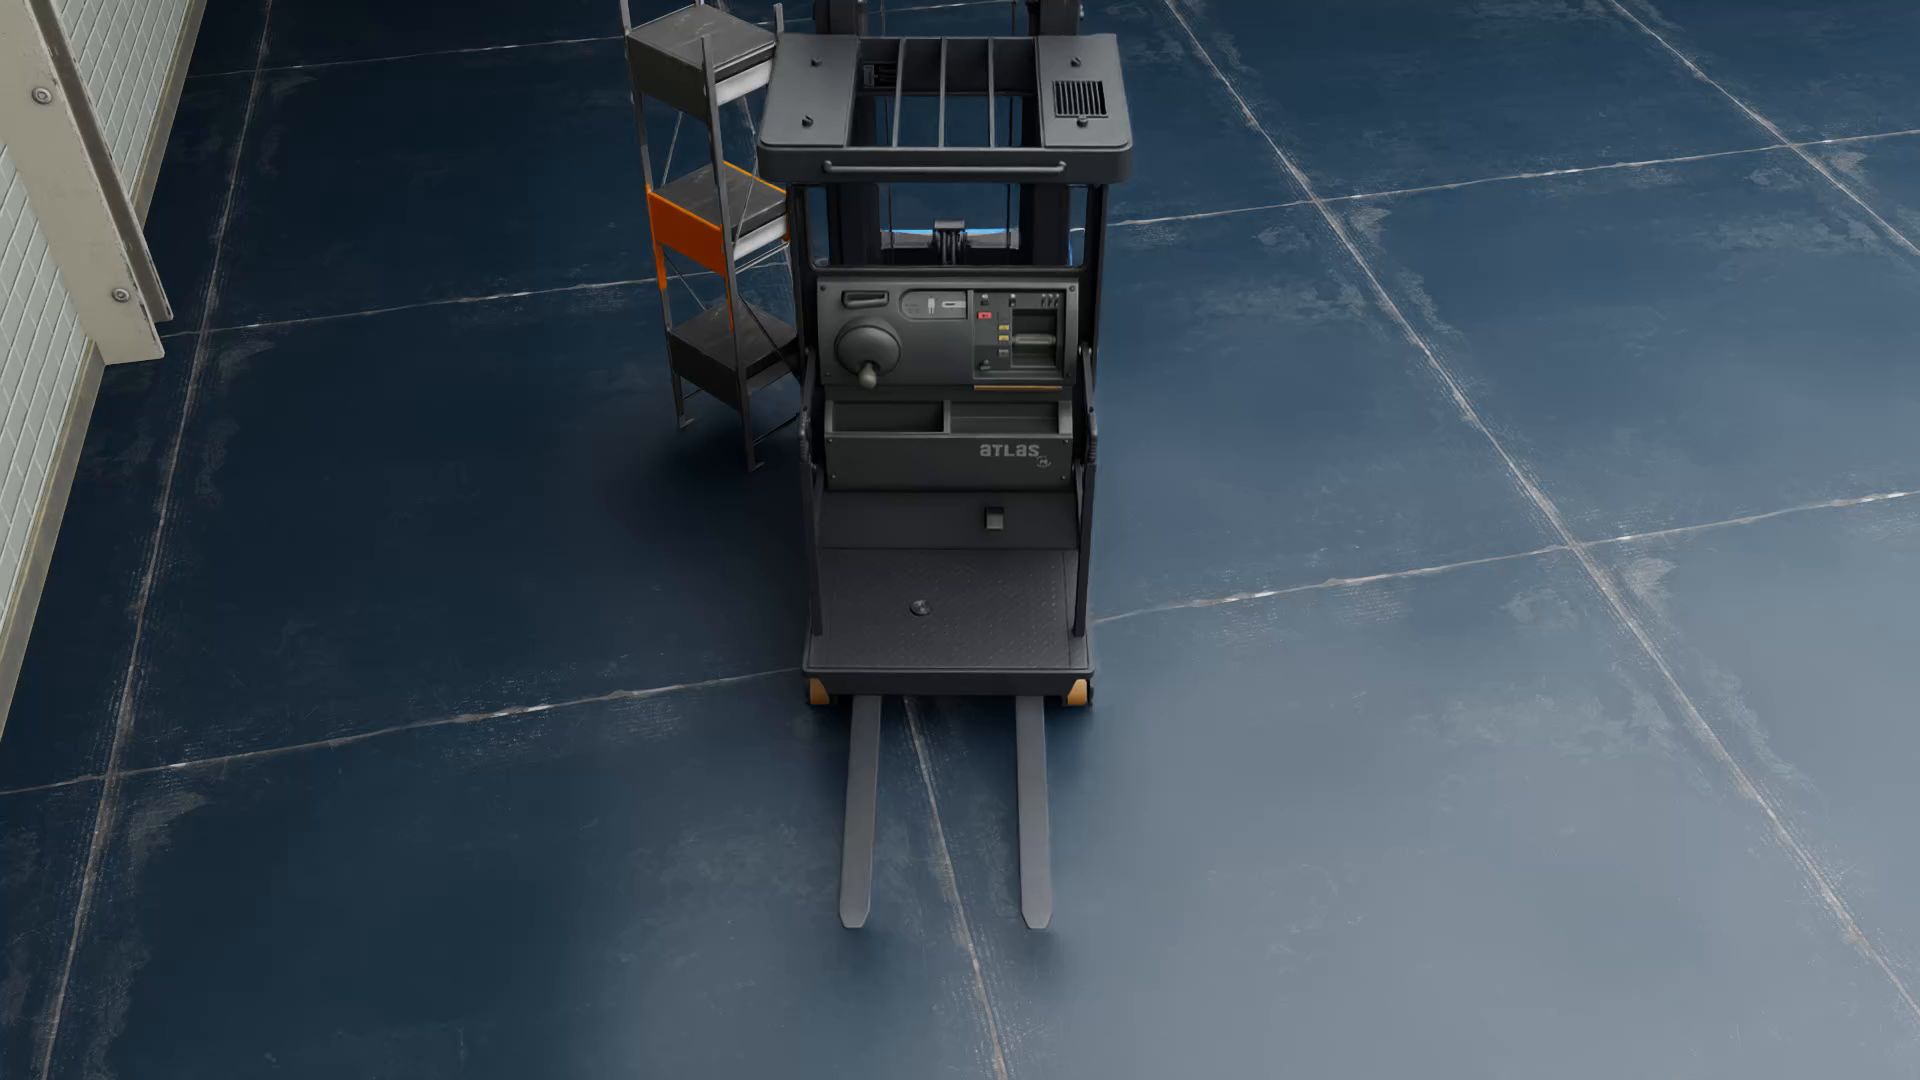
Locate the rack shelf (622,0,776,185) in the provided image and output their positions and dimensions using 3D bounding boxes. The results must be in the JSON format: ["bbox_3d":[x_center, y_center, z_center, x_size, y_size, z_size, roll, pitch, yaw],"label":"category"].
[{"bbox_3d":[-1.007,-1.812,6.676,0.480,0.518,0.431,31,50,30],"label":"rack shelf"}]

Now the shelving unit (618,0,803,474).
[{"bbox_3d":[-1.007,-1.299,7.131,0.503,2.100,0.431,31,50,30],"label":"shelving unit"}]

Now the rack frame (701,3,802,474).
[{"bbox_3d":[-0.827,-1.190,7.008,0.015,2.100,0.400,31,50,30],"label":"rack frame"}]

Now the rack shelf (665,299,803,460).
[{"bbox_3d":[-1.007,-0.765,7.605,0.480,0.518,0.431,31,50,30],"label":"rack shelf"}]

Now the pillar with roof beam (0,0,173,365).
[{"bbox_3d":[0.047,-4.994,6.098,9.100,9.000,0.400,-8,42,-9],"label":"pillar with roof beam"}]

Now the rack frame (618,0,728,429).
[{"bbox_3d":[-1.188,-1.408,7.255,0.015,2.100,0.400,31,50,30],"label":"rack frame"}]

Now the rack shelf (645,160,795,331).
[{"bbox_3d":[-1.007,-1.289,7.141,0.480,0.518,0.431,31,50,30],"label":"rack shelf"}]

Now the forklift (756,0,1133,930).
[{"bbox_3d":[-0.042,-0.656,5.781,1.130,2.935,3.031,0,42,0],"label":"forklift"}]
